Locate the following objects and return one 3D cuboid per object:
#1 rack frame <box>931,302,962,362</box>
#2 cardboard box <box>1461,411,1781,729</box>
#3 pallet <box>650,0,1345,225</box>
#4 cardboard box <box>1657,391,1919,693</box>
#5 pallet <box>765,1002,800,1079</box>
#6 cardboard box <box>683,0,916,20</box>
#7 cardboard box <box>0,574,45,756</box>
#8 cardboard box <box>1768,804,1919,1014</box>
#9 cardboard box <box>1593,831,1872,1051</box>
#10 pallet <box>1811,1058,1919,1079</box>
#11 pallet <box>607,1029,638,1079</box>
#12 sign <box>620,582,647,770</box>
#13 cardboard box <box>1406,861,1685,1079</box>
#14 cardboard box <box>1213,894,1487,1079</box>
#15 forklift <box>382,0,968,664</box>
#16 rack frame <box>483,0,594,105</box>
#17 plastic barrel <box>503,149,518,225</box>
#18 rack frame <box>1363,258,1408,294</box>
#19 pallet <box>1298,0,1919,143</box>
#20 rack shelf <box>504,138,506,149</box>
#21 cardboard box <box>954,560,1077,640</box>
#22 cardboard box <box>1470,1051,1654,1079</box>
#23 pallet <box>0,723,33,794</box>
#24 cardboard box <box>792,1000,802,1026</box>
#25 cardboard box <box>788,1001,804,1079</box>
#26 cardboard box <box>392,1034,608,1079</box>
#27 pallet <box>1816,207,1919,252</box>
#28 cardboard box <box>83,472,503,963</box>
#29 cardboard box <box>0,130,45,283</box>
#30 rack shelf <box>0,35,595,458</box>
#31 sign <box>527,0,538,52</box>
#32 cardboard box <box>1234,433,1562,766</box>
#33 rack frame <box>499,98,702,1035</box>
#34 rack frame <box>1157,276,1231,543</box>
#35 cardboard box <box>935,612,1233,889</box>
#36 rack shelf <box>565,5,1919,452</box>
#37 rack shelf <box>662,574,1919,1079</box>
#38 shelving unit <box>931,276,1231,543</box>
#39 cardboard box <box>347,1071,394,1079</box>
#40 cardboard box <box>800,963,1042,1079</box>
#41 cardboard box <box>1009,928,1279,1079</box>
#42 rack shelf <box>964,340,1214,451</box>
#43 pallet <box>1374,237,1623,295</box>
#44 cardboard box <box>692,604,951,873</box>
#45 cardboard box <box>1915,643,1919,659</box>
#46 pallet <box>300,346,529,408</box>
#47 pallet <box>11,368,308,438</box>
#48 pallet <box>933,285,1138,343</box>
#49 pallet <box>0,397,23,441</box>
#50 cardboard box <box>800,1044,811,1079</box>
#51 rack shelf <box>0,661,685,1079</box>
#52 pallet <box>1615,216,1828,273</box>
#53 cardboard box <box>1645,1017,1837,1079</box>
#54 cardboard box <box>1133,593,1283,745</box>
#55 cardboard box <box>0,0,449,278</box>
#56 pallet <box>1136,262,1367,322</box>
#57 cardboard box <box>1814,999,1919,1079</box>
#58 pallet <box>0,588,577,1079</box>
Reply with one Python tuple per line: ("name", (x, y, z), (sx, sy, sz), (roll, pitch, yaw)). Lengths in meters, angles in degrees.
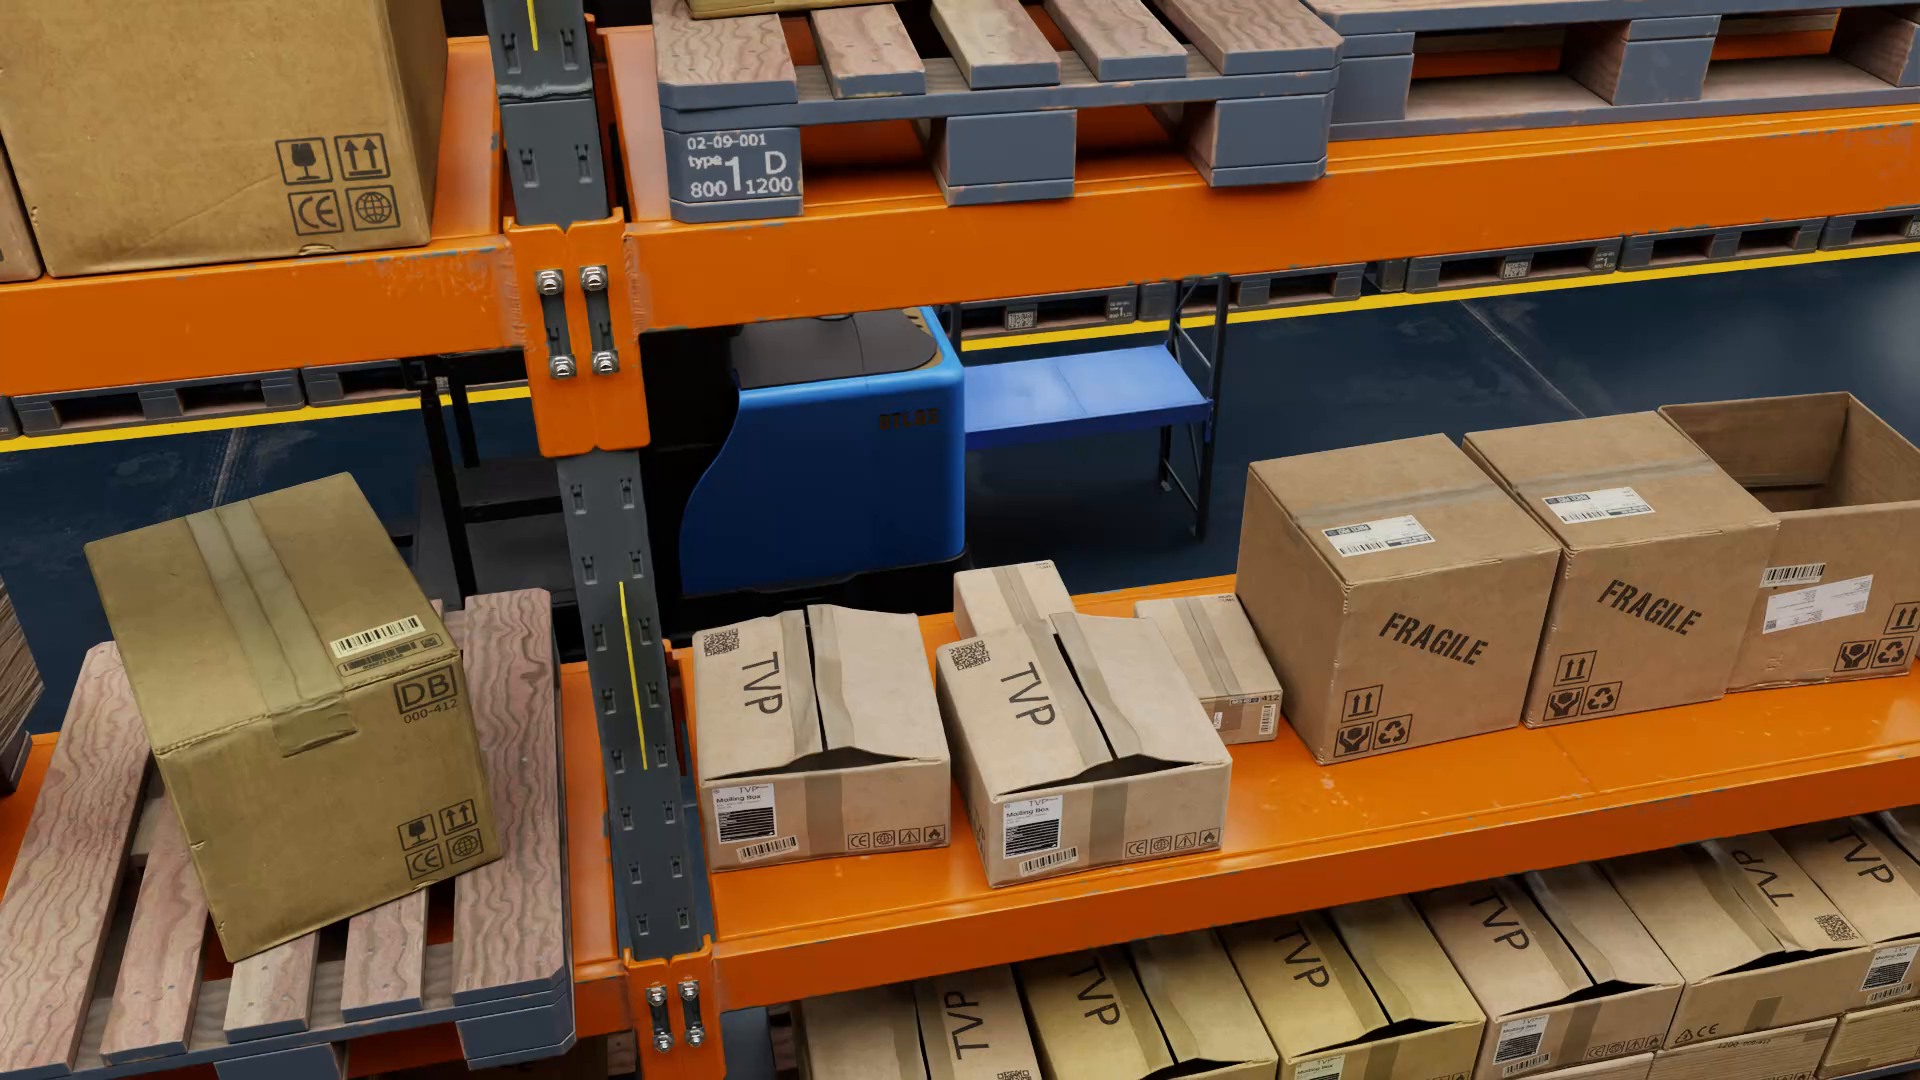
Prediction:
("rack frame", (-0.068, -0.614, 6.318), (0.032, 1.500, 0.500), (-8, 35, -11))
("cardboard box", (1.477, 0.059, 3.880), (0.500, 0.500, 0.500), (-7, 35, -10))
("pallet", (-0.027, -0.918, 2.904), (1.003, 0.211, 1.213), (-6, 34, -8))
("cardboard box", (1.966, -0.002, 3.972), (0.500, 0.500, 0.500), (-5, 34, -7))
("pallet", (0.142, 1.459, 4.387), (1.213, 0.211, 1.003), (-7, 35, -11))
("cardboard box", (-0.239, -1.063, 2.708), (0.500, 0.250, 0.500), (-10, 35, -14))
("cardboard box", (-2.193, 0.312, 3.126), (0.500, 0.500, 0.700), (-1, 34, -2))
("cardboard box", (2.394, 0.897, 4.310), (0.500, 0.311, 0.500), (-6, 34, -9))
("cardboard box", (1.907, 0.957, 4.220), (0.500, 0.311, 0.500), (-7, 35, -11))
("pallet", (2.522, 1.159, 4.834), (1.213, 0.211, 1.003), (-7, 35, -11))
("pallet", (-1.406, 1.610, 4.162), (1.213, 0.211, 1.003), (-7, 35, -11))
("sign", (-0.540, 0.227, 2.752), (0.005, 0.325, 0.100), (-7, 35, -11))
("cardboard box", (1.416, 1.016, 4.131), (0.500, 0.311, 0.500), (-8, 35, -11))
("cardboard box", (0.915, 1.080, 4.036), (0.500, 0.311, 0.500), (-8, 35, -12))
("forklift", (-1.544, -0.978, 5.577), (3.031, 2.935, 1.130), (-8, 35, -11))
("rack frame", (-0.669, -2.110, 1.819), (0.127, 3.000, 1.000), (-7, 35, -11))
("plastic barrel", (-2.232, -1.516, 7.887), (0.708, 0.830, 0.600), (-7, 35, -11))
("rack frame", (2.143, -2.804, 8.236), (0.127, 3.000, 1.000), (-7, 35, -11))
("pallet", (1.063, -1.057, 3.111), (1.213, 0.211, 1.003), (-6, 34, -8))
("rack shelf", (-3.709, -1.767, 7.337), (4.000, 0.370, 1.077), (-7, 35, -11))
("cardboard box", (0.147, 0.224, 3.949), (0.250, 0.149, 0.380), (-7, 35, -11))
("cardboard box", (1.402, 1.251, 4.284), (0.500, 0.250, 0.500), (-6, 34, -10))
("pallet", (-2.565, 0.702, 3.184), (1.213, 0.211, 1.003), (-7, 35, -11))
("cardboard box", (-0.213, 0.917, 4.279), (0.500, 0.311, 0.500), (-6, 34, -9))
("cardboard box", (-0.210, 1.151, 4.434), (0.500, 0.250, 0.500), (-6, 34, -9))
("cardboard box", (-1.176, 1.137, 4.213), (0.500, 0.500, 0.500), (-6, 34, -9))
("pallet", (5.187, -2.005, 9.549), (1.213, 0.211, 1.003), (-7, 35, -11))
("cardboard box", (-1.259, 0.304, 3.139), (0.500, 0.500, 0.700), (-19, 38, -26))
("cardboard box", (-1.585, -0.772, 2.426), (0.500, 0.500, 0.910), (-7, 35, -11))
("rack shelf", (-2.620, -0.320, 2.489), (4.000, 0.370, 1.077), (-7, 35, -11))
("sign", (-0.552, -0.784, 2.071), (0.005, 0.325, 0.100), (-7, 35, -11))
("cardboard box", (0.964, 0.124, 3.783), (0.500, 0.500, 0.500), (-9, 35, -13))
("rack frame", (-0.669, 0.381, 3.491), (0.127, 3.000, 1.000), (-7, 35, -11))
("rack frame", (0.920, -0.748, 6.519), (0.032, 1.500, 0.500), (-8, 35, -11))
("cardboard box", (0.246, 0.413, 3.522), (0.500, 0.311, 0.500), (-8, 35, -11))
("rack shelf", (1.281, -0.812, 3.222), (4.000, 0.370, 1.077), (-7, 35, -11))
("rack shelf", (1.281, 0.434, 4.057), (4.000, 0.370, 1.077), (-7, 35, -11))
("shelving unit", (0.426, -0.681, 6.419), (1.048, 1.500, 0.538), (-8, 35, -11))
("cardboard box", (-1.530, 1.479, 3.703), (0.500, 0.500, 0.500), (-6, 34, -9))
("cardboard box", (-0.094, 1.211, 3.842), (0.500, 0.311, 0.500), (-6, 34, -9))
("cardboard box", (0.417, 1.141, 3.945), (0.500, 0.311, 0.500), (-8, 35, -12))
("rack shelf", (0.426, -0.531, 6.519), (1.000, 0.185, 0.538), (-8, 35, -11))
("pallet", (2.807, -1.706, 9.102), (1.213, 0.211, 1.003), (-7, 35, -11))
("cardboard box", (-0.305, 0.397, 3.547), (0.500, 0.311, 0.500), (-5, 34, -8))
("cardboard box", (2.415, 0.153, 3.951), (0.258, 0.266, 0.396), (-8, 35, -12))
("pallet", (-2.518, -1.034, 8.102), (1.213, 0.211, 1.003), (-7, 35, -11))
("pallet", (-3.706, -0.886, 7.881), (1.213, 0.211, 1.003), (-7, 35, -11))
("pallet", (0.193, -1.376, 8.611), (1.213, 0.211, 1.003), (-7, 35, -11))
("pallet", (-4.898, -0.734, 7.655), (1.213, 0.211, 1.003), (-7, 35, -11))
("cardboard box", (-0.094, 1.443, 3.998), (0.500, 0.250, 0.500), (-7, 35, -11))
("rack shelf", (-2.620, 0.925, 3.325), (4.000, 0.370, 1.077), (-7, 35, -11))
("pallet", (4.000, -1.857, 9.328), (1.213, 0.211, 1.003), (-7, 35, -11))
("cardboard box", (1.899, 1.189, 4.377), (0.500, 0.250, 0.500), (-6, 34, -9))
("cardboard box", (0.562, 0.298, 3.840), (0.250, 0.149, 0.380), (-5, 34, -7))
("cardboard box", (-1.087, -0.834, 2.520), (0.500, 0.500, 0.910), (-7, 35, -11))
("pallet", (1.386, -1.528, 8.838), (1.213, 0.211, 1.003), (-7, 35, -11))
("cardboard box", (2.398, 1.126, 4.471), (0.500, 0.250, 0.500), (-8, 35, -11))
("pallet", (-1.315, 0.582, 3.363), (1.003, 0.211, 1.213), (-7, 35, -11))
